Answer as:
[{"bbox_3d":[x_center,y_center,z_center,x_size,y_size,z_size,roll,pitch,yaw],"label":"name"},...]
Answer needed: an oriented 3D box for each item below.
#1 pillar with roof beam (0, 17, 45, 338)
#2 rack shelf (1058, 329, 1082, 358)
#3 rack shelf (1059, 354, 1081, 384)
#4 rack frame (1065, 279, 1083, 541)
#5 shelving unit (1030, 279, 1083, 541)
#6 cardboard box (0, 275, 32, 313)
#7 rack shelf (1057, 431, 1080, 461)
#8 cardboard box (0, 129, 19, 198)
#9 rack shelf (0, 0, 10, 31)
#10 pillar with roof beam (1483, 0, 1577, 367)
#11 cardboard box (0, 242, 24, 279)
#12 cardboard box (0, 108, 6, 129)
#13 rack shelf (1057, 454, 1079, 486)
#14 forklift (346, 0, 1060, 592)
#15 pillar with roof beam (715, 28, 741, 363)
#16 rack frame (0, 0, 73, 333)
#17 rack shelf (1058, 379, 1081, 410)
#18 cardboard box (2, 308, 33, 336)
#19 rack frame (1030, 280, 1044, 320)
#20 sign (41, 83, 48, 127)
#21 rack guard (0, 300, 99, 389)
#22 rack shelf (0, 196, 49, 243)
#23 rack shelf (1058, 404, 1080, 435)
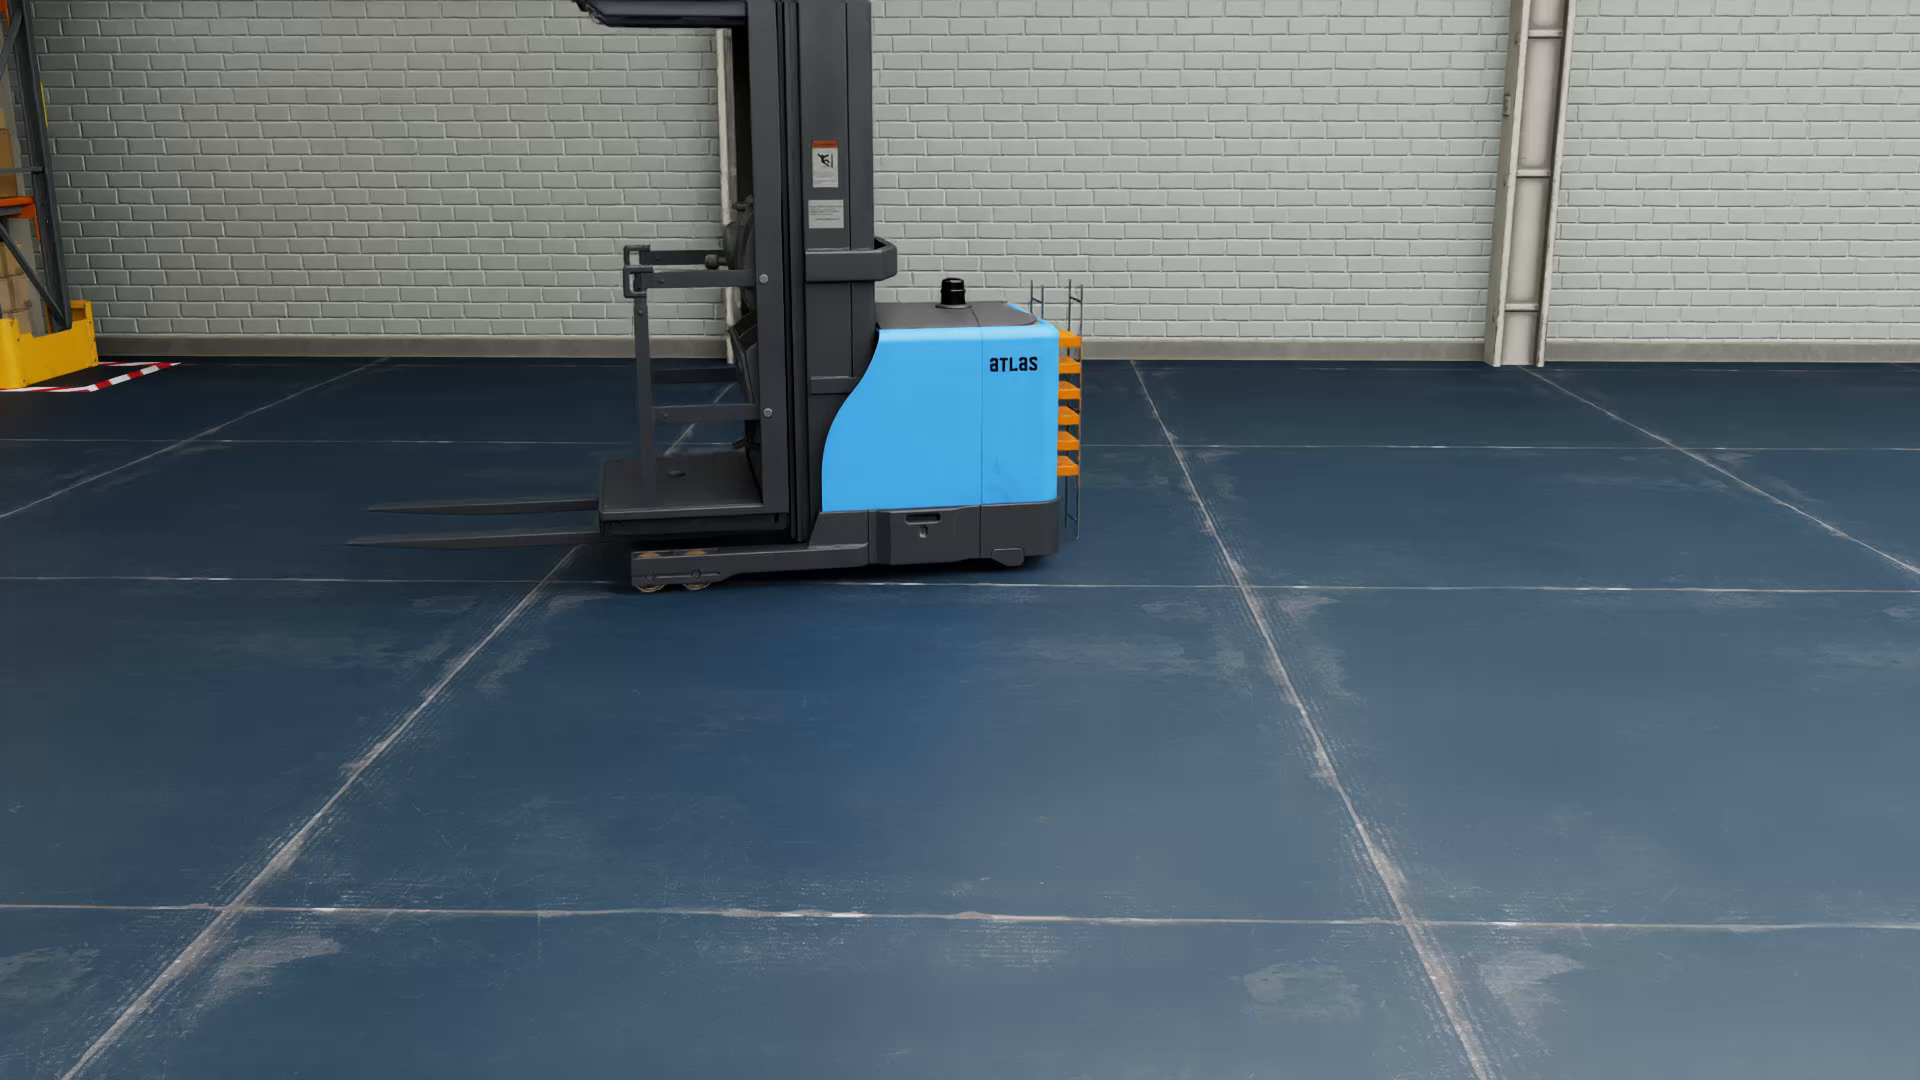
[{"bbox_3d":[-7.745,-4.724,8.105,0.400,9.000,9.100,0,15,1],"label":"pillar with roof beam"},{"bbox_3d":[0.443,-0.908,7.694,0.180,0.103,0.258,-3,15,-11],"label":"rack shelf"},{"bbox_3d":[0.443,-0.792,7.725,0.180,0.103,0.258,-3,15,-11],"label":"rack shelf"},{"bbox_3d":[0.532,-0.608,7.792,0.006,1.200,0.240,-3,15,-11],"label":"rack frame"},{"bbox_3d":[0.443,-0.603,7.775,0.189,1.200,0.258,-3,15,-11],"label":"shelving unit"},{"bbox_3d":[-7.427,-1.858,12.589,0.500,0.250,0.500,1,15,2],"label":"cardboard box"},{"bbox_3d":[0.443,-0.444,7.817,0.180,0.103,0.258,-3,15,-11],"label":"rack shelf"},{"bbox_3d":[-7.450,-2.809,12.411,0.500,0.500,0.500,1,15,3],"label":"cardboard box"},{"bbox_3d":[-8.961,-3.802,11.902,4.000,0.370,1.077,0,15,1],"label":"rack shelf"},{"bbox_3d":[4.251,-4.646,7.809,0.400,9.000,9.100,0,15,1],"label":"pillar with roof beam"},{"bbox_3d":[-7.438,-2.095,12.508,0.500,0.250,0.500,0,15,1],"label":"cardboard box"},{"bbox_3d":[-7.295,-3.117,12.307,0.250,0.149,0.380,0,15,0],"label":"cardboard box"},{"bbox_3d":[0.443,-0.328,7.847,0.180,0.103,0.258,-3,15,-11],"label":"rack shelf"},{"bbox_3d":[-1.128,-1.343,7.183,3.031,2.935,1.130,-3,15,-11],"label":"forklift"},{"bbox_3d":[-1.747,-4.685,7.957,0.400,9.000,9.100,0,15,1],"label":"pillar with roof beam"},{"bbox_3d":[-6.962,-2.687,12.143,0.127,3.000,1.000,0,15,1],"label":"rack frame"},{"bbox_3d":[0.443,-0.676,7.756,0.180,0.103,0.258,-3,15,-11],"label":"rack shelf"},{"bbox_3d":[-7.448,-1.613,12.642,0.500,0.250,0.500,0,15,2],"label":"cardboard box"},{"bbox_3d":[0.353,-0.599,7.758,0.006,1.200,0.240,-3,15,-11],"label":"rack frame"},{"bbox_3d":[-6.942,-3.285,12.559,0.005,0.325,0.100,0,15,1],"label":"sign"},{"bbox_3d":[-6.938,-1.478,12.462,0.348,0.500,1.175,0,15,1],"label":"rack guard"},{"bbox_3d":[-8.961,-2.352,12.285,4.000,0.370,1.077,0,15,1],"label":"rack shelf"},{"bbox_3d":[0.443,-0.560,7.786,0.180,0.103,0.258,-3,15,-11],"label":"rack shelf"}]
